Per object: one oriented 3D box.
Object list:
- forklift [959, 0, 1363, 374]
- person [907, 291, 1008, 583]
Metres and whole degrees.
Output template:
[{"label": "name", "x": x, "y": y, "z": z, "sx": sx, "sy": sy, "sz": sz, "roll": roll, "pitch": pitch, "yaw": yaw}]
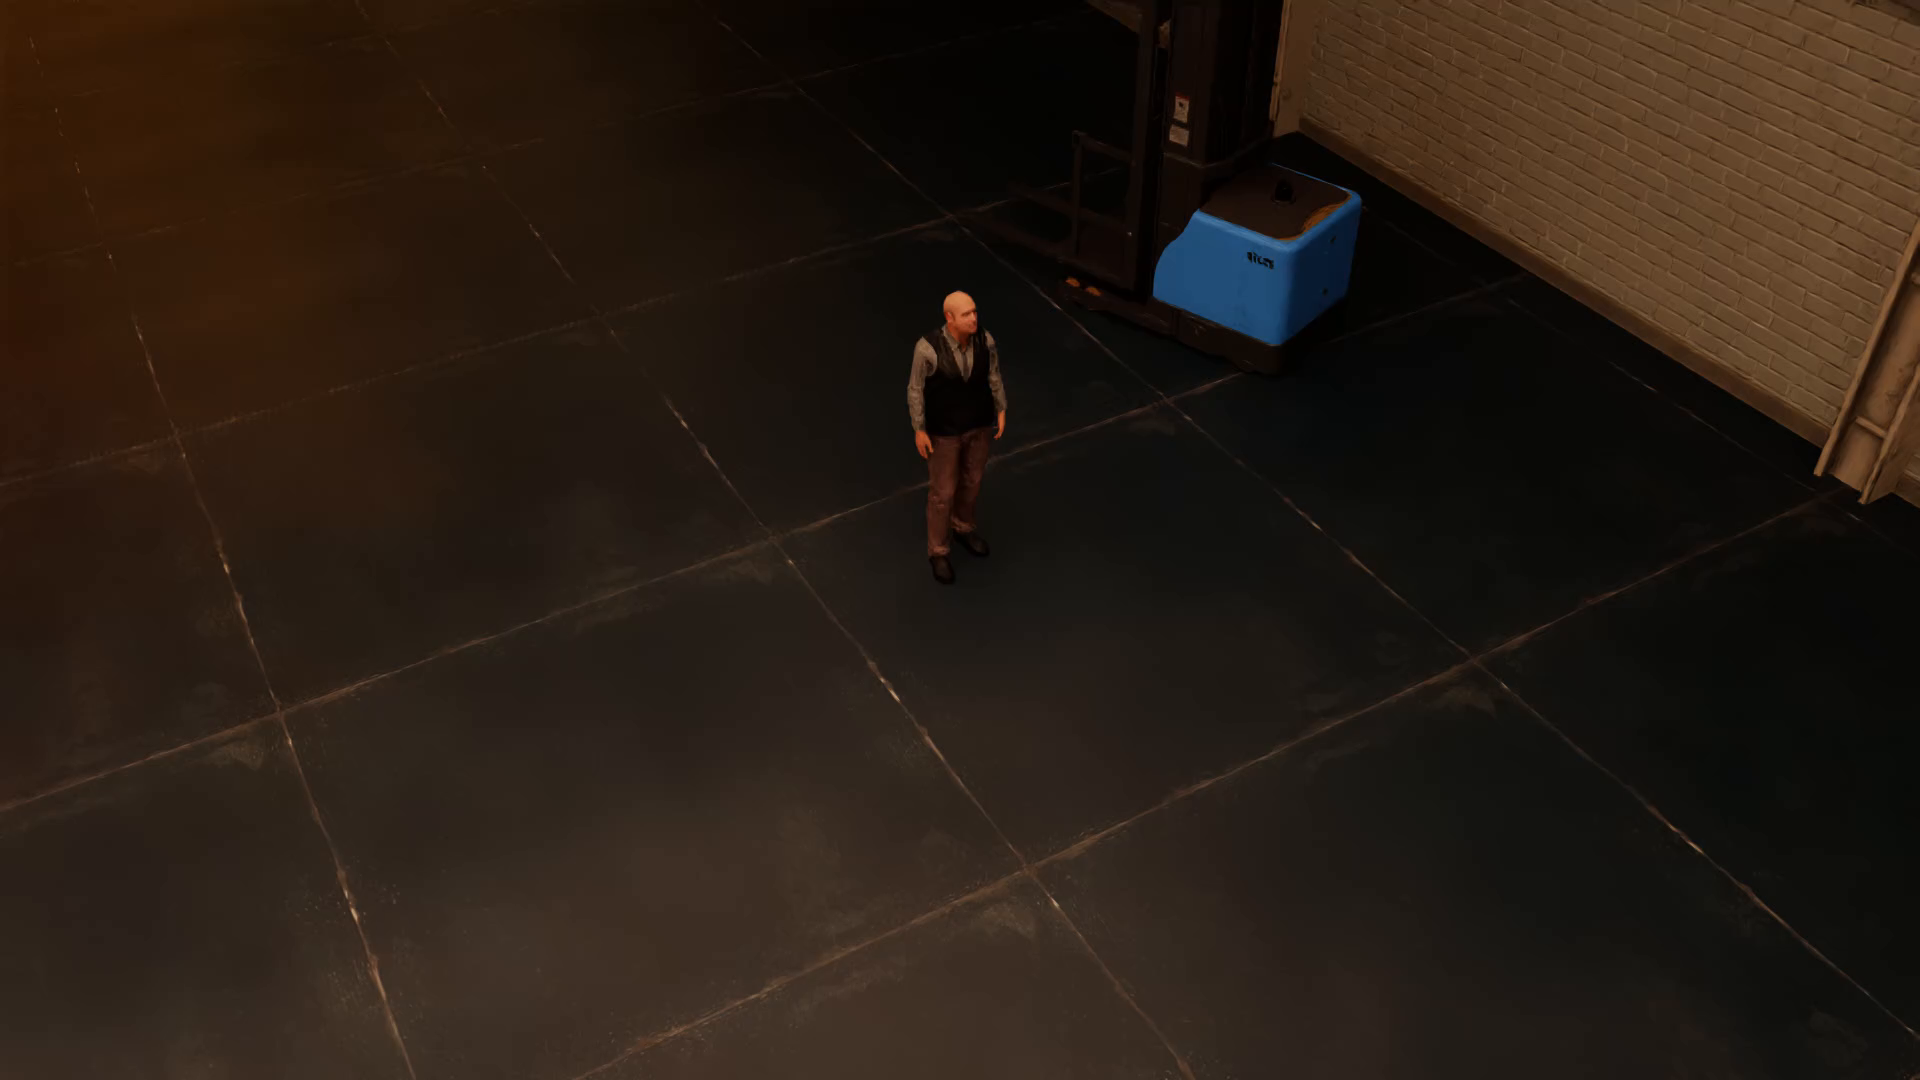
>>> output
[{"label": "forklift", "x": 1.363, "y": -3.077, "z": 11.746, "sx": 3.031, "sy": 2.935, "sz": 1.130, "roll": 28, "pitch": 47, "yaw": 30}, {"label": "person", "x": 0.024, "y": -0.631, "z": 9.733, "sx": 0.632, "sy": 1.720, "sz": 0.567, "roll": -20, "pitch": 44, "yaw": -23}]
